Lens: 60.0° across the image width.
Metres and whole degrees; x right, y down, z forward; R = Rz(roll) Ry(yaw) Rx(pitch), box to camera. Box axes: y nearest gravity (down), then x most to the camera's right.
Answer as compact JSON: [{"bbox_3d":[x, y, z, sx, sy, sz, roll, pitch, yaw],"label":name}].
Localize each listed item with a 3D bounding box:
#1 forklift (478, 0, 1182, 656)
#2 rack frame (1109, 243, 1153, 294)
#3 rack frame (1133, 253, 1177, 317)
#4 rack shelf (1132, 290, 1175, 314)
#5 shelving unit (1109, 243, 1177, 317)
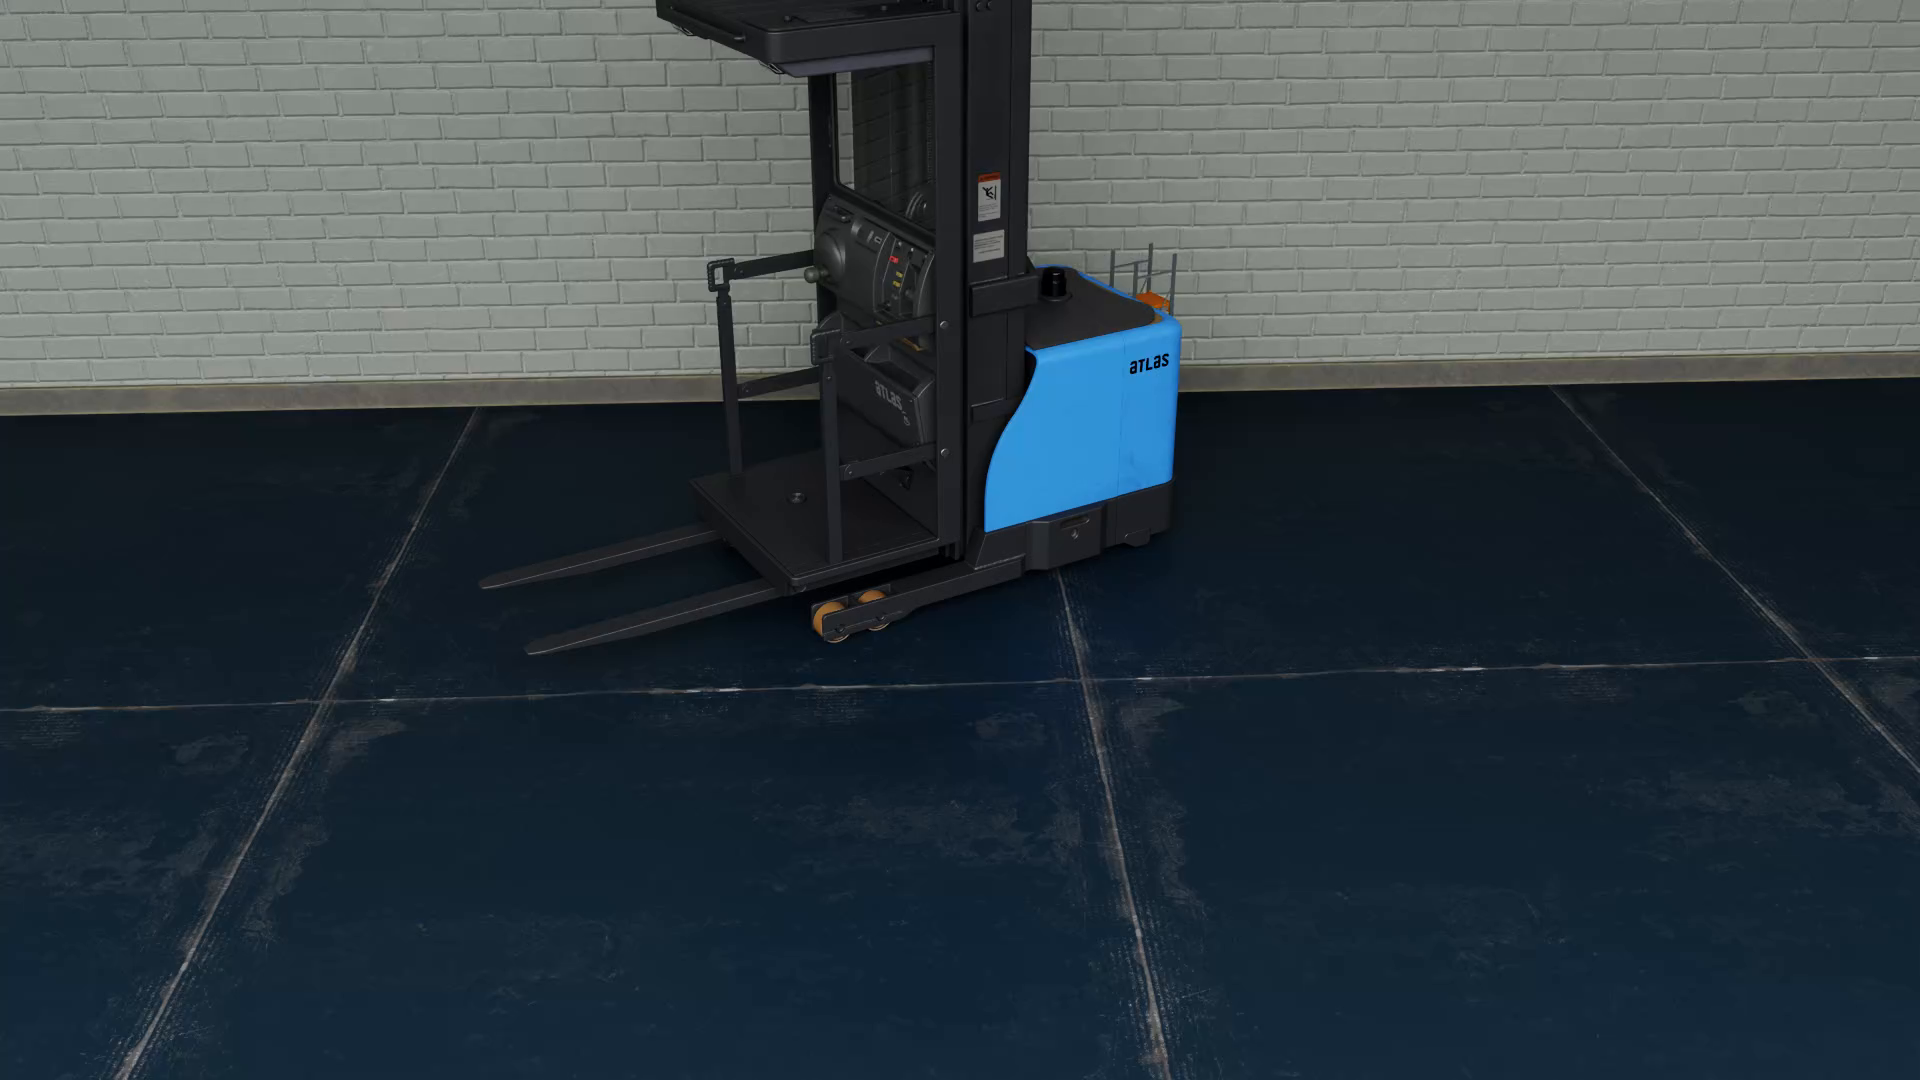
[{"bbox_3d":[-0.539,-1.151,6.787,3.031,2.935,1.130,-15,31,-27],"label":"forklift"},{"bbox_3d":[0.807,-0.841,8.065,0.240,1.200,0.006,-15,31,-27],"label":"rack frame"},{"bbox_3d":[0.901,-0.768,7.926,0.240,1.200,0.006,-15,31,-27],"label":"rack frame"},{"bbox_3d":[0.854,-1.084,7.849,0.258,0.103,0.180,-15,31,-27],"label":"rack shelf"},{"bbox_3d":[0.854,-0.805,7.995,0.258,1.200,0.189,-15,31,-27],"label":"shelving unit"}]
